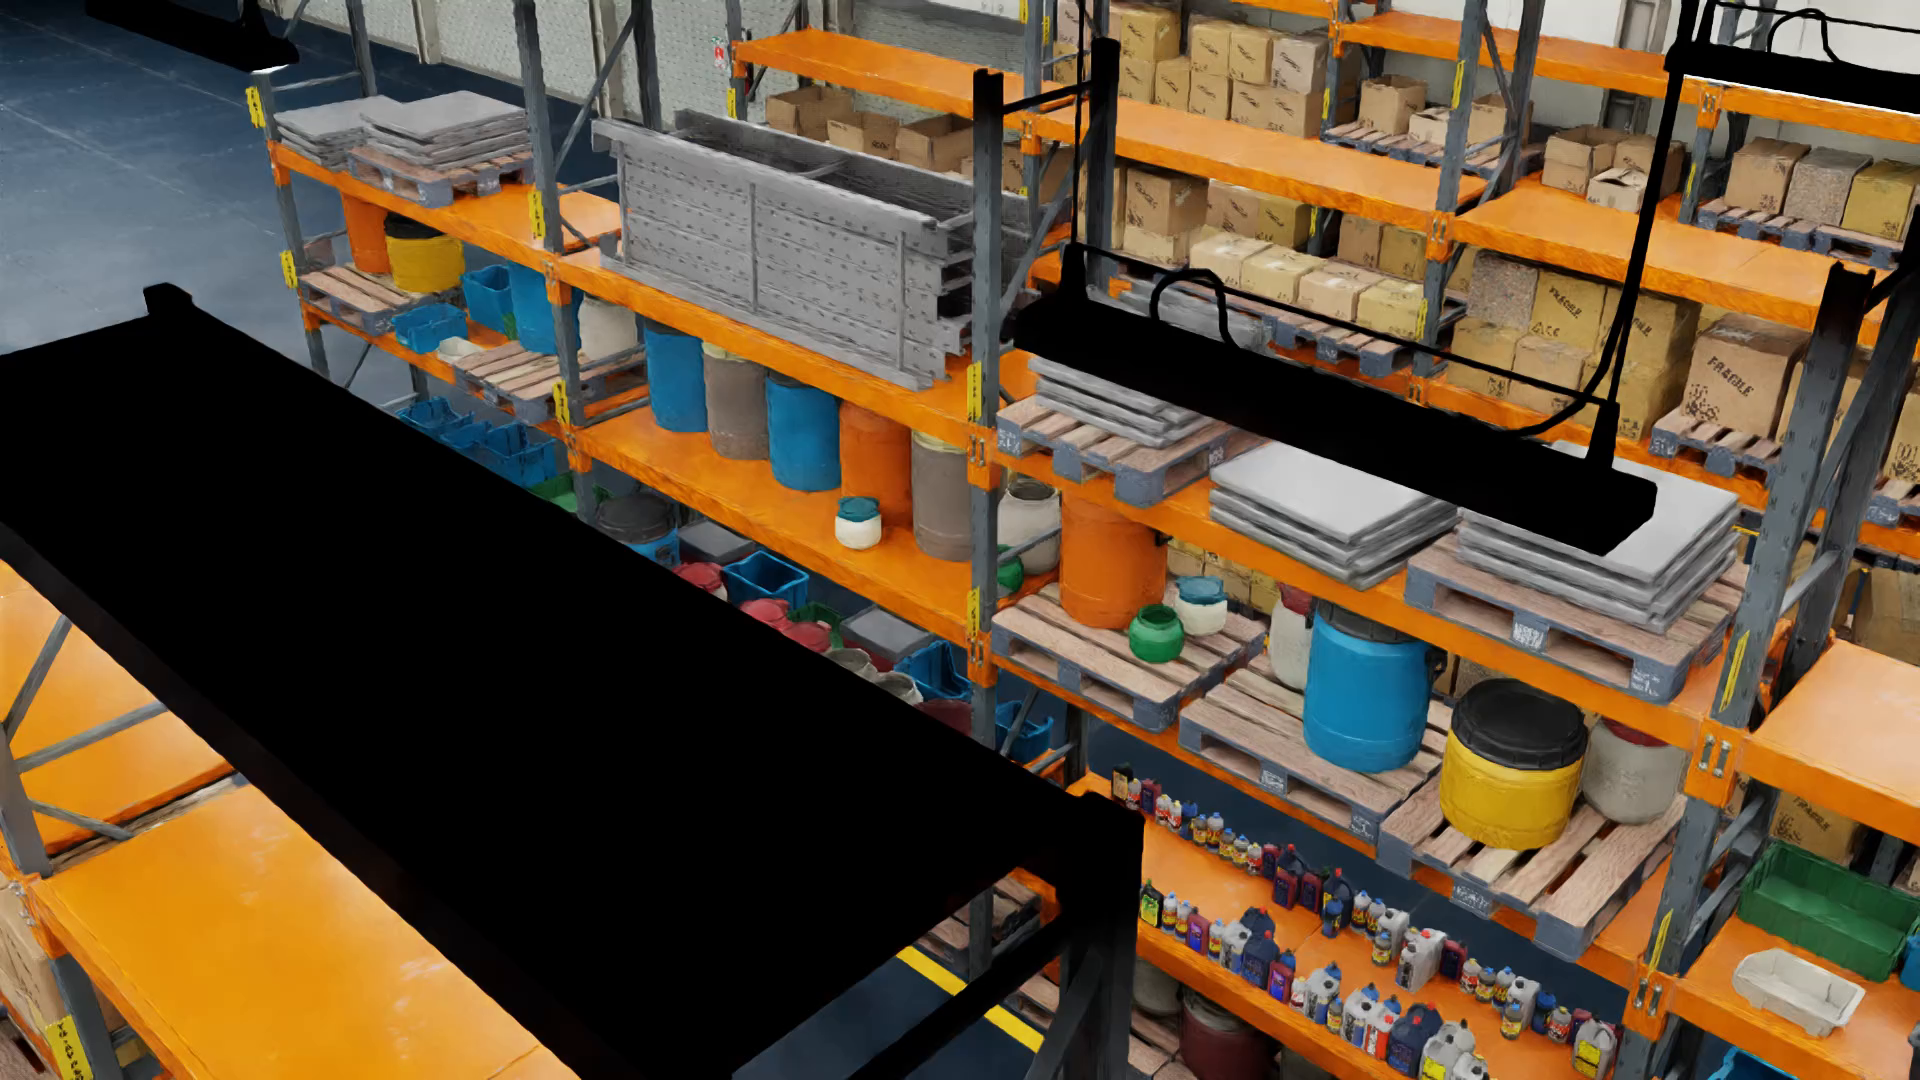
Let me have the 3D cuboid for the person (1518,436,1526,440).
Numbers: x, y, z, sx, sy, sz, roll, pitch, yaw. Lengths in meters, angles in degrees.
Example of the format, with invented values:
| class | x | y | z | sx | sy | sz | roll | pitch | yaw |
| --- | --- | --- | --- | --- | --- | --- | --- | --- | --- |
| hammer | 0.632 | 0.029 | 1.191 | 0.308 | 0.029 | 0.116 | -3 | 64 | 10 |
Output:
| class | x | y | z | sx | sy | sz | roll | pitch | yaw |
| --- | --- | --- | --- | --- | --- | --- | --- | --- | --- |
| person | 4.997 | -0.252 | 15.112 | 1.042 | 1.517 | 0.415 | 23 | 37 | 35 |
